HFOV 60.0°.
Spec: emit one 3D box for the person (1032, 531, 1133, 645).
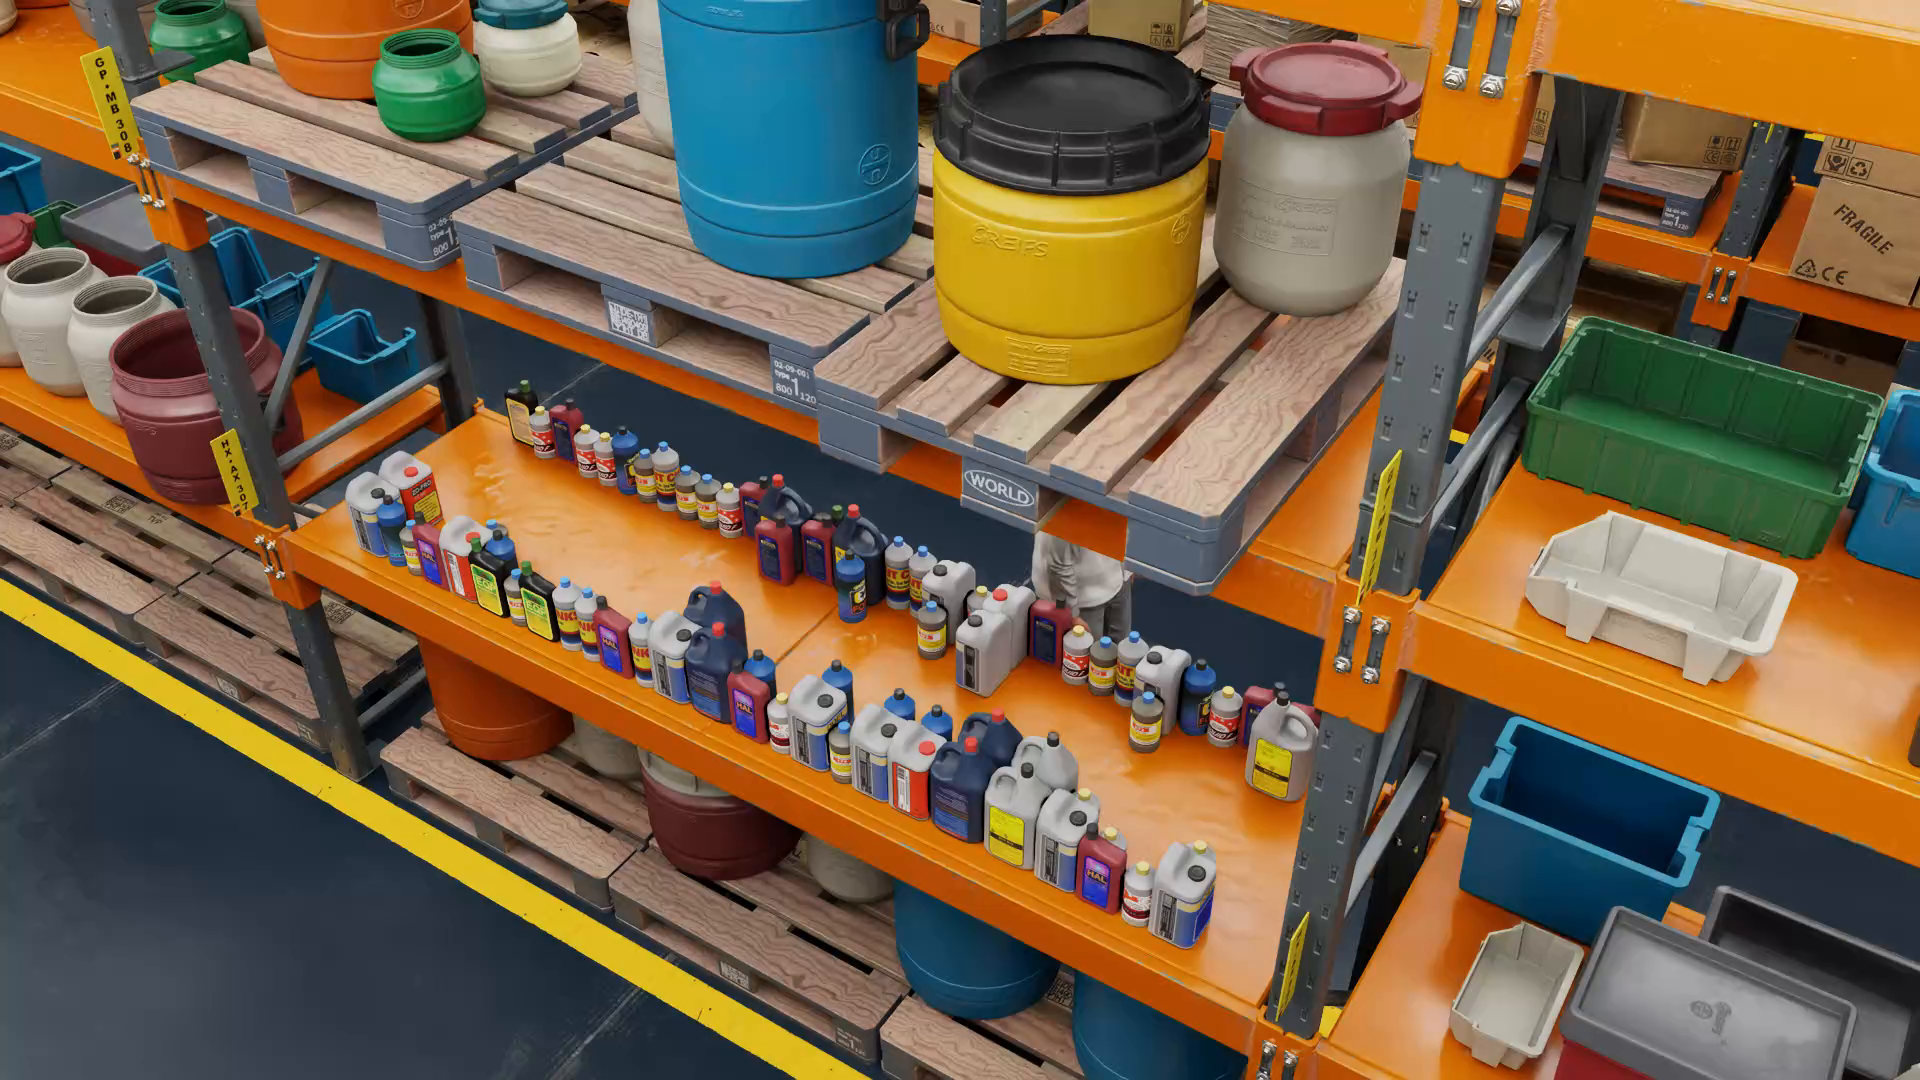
[{"bbox_3d":[0.522,0.166,6.449,0.466,1.769,0.579,20,42,23],"label":"person"}]
